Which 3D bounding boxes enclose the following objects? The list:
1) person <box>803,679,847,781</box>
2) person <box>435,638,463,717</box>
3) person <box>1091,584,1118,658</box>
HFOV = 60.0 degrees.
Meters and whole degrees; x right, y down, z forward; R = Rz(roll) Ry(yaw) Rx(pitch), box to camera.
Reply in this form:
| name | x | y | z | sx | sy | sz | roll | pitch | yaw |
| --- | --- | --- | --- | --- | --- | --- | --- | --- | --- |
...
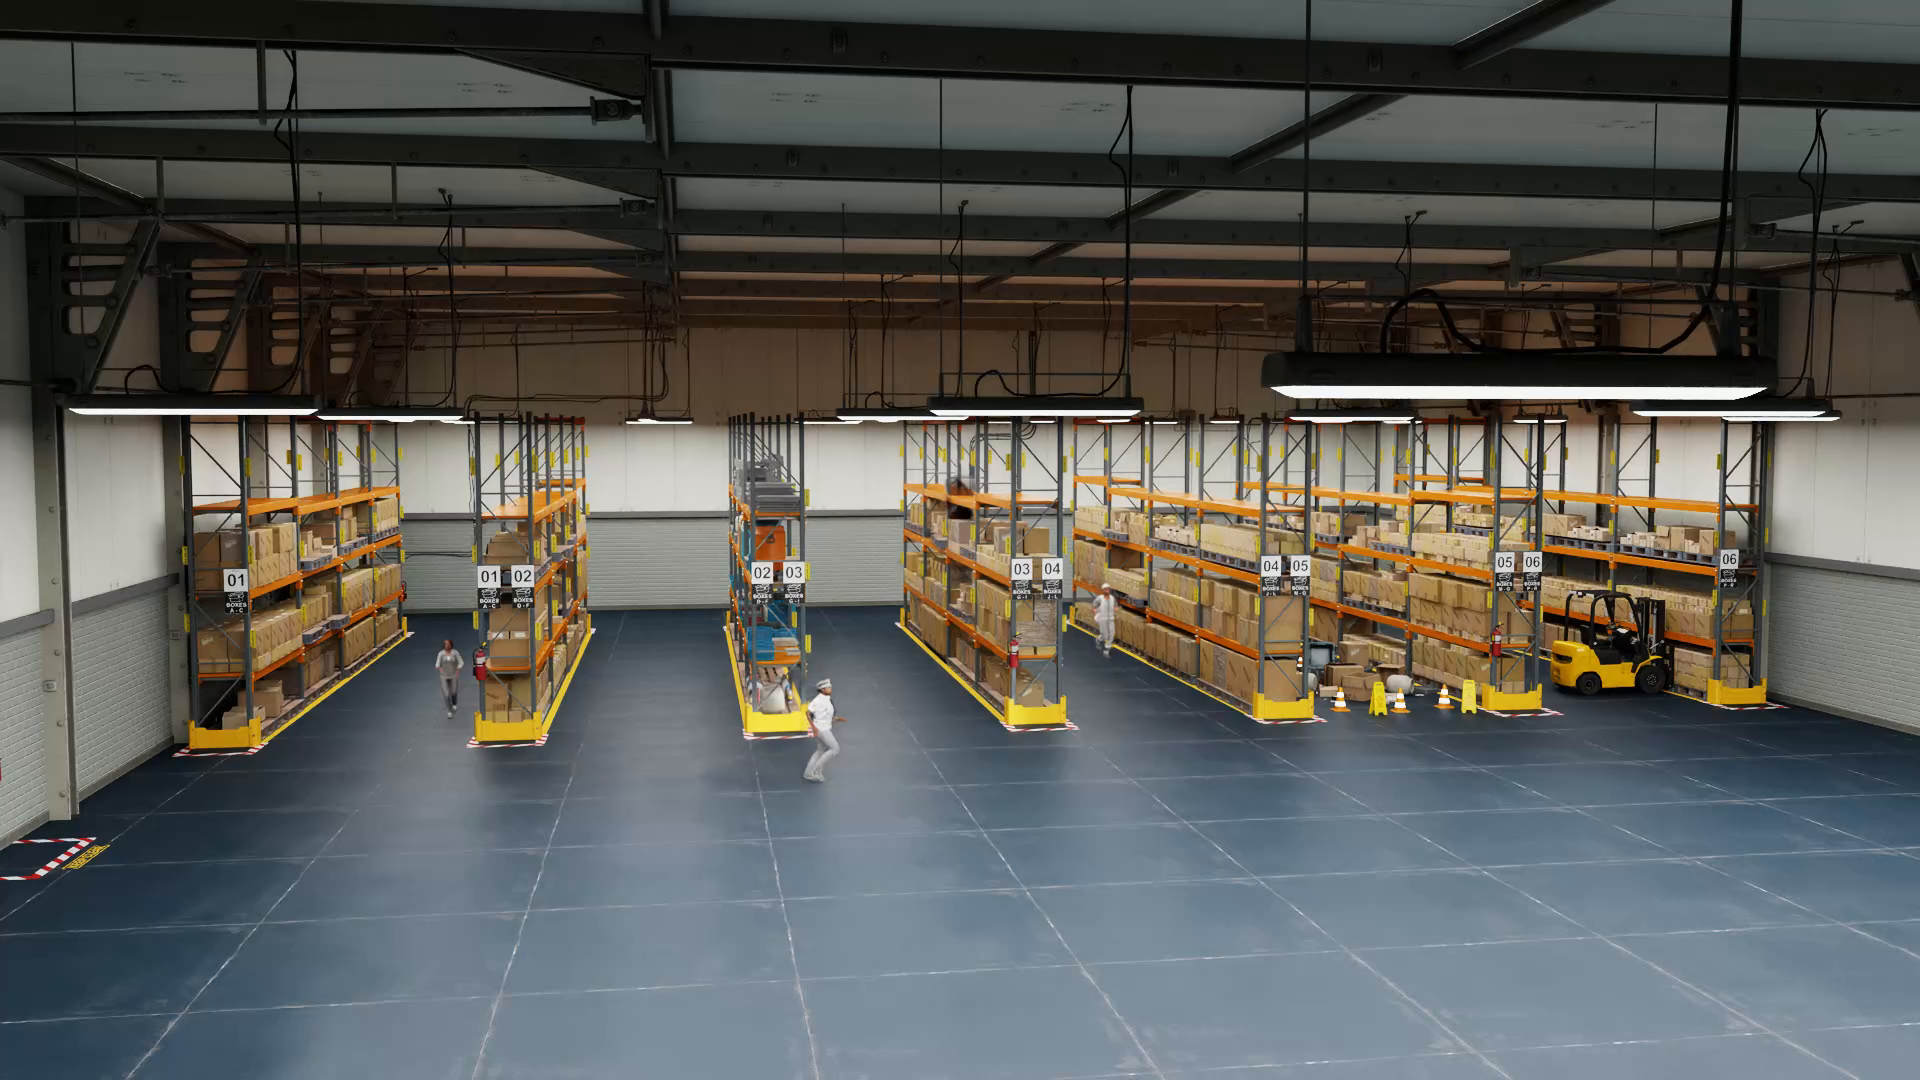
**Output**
| name | x | y | z | sx | sy | sz | roll | pitch | yaw |
| --- | --- | --- | --- | --- | --- | --- | --- | --- | --- |
| person | -2.183 | 3.057 | 26.792 | 0.723 | 1.650 | 0.543 | 0 | 4 | 6 |
| person | -10.031 | 2.721 | 32.655 | 0.526 | 1.549 | 0.536 | -1 | 4 | -14 |
| person | 3.433 | 1.902 | 39.184 | 0.657 | 1.754 | 0.605 | -1 | 4 | -20 |
